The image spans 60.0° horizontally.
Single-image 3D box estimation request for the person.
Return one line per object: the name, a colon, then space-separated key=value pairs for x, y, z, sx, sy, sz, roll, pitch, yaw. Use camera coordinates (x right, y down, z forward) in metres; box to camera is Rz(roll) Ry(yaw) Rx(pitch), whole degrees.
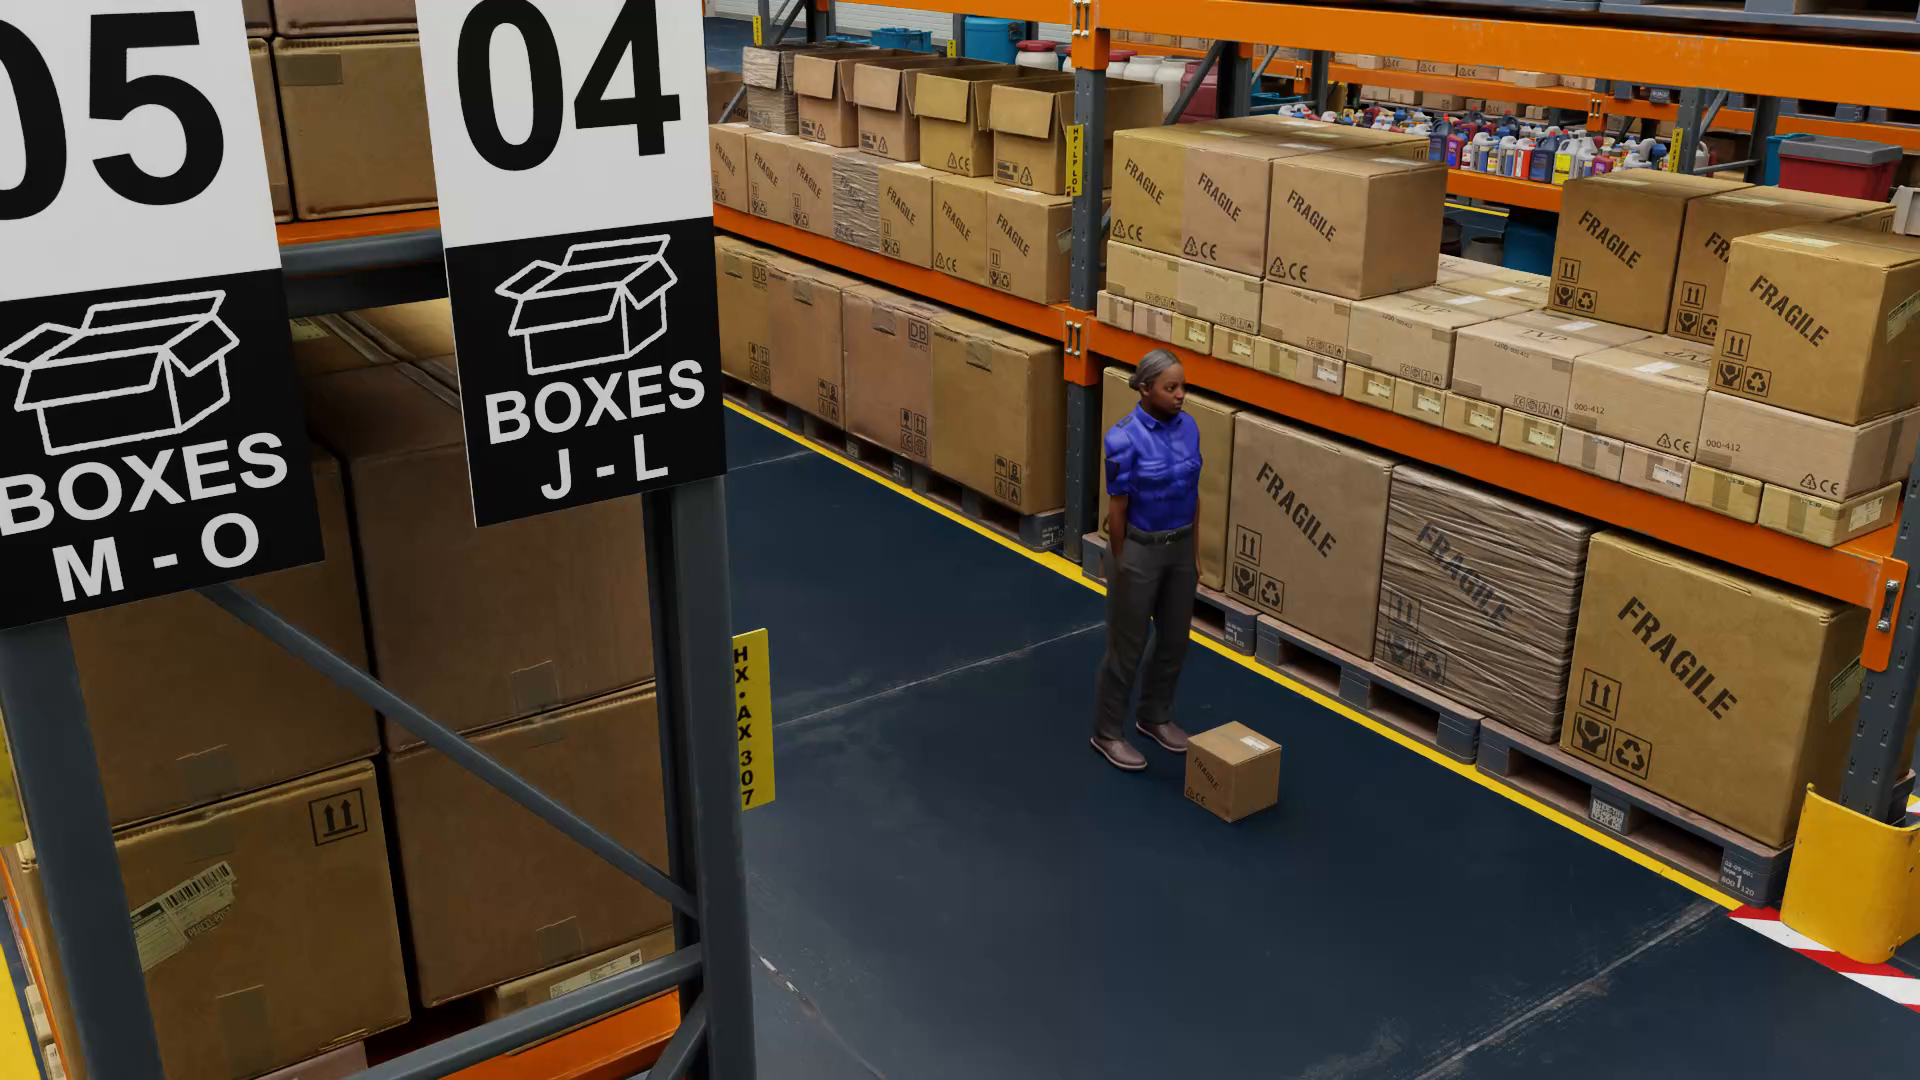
person: x=0.749 y=0.070 z=6.419 sx=0.435 sy=1.656 sz=0.302 roll=-14 pitch=25 yaw=-32
